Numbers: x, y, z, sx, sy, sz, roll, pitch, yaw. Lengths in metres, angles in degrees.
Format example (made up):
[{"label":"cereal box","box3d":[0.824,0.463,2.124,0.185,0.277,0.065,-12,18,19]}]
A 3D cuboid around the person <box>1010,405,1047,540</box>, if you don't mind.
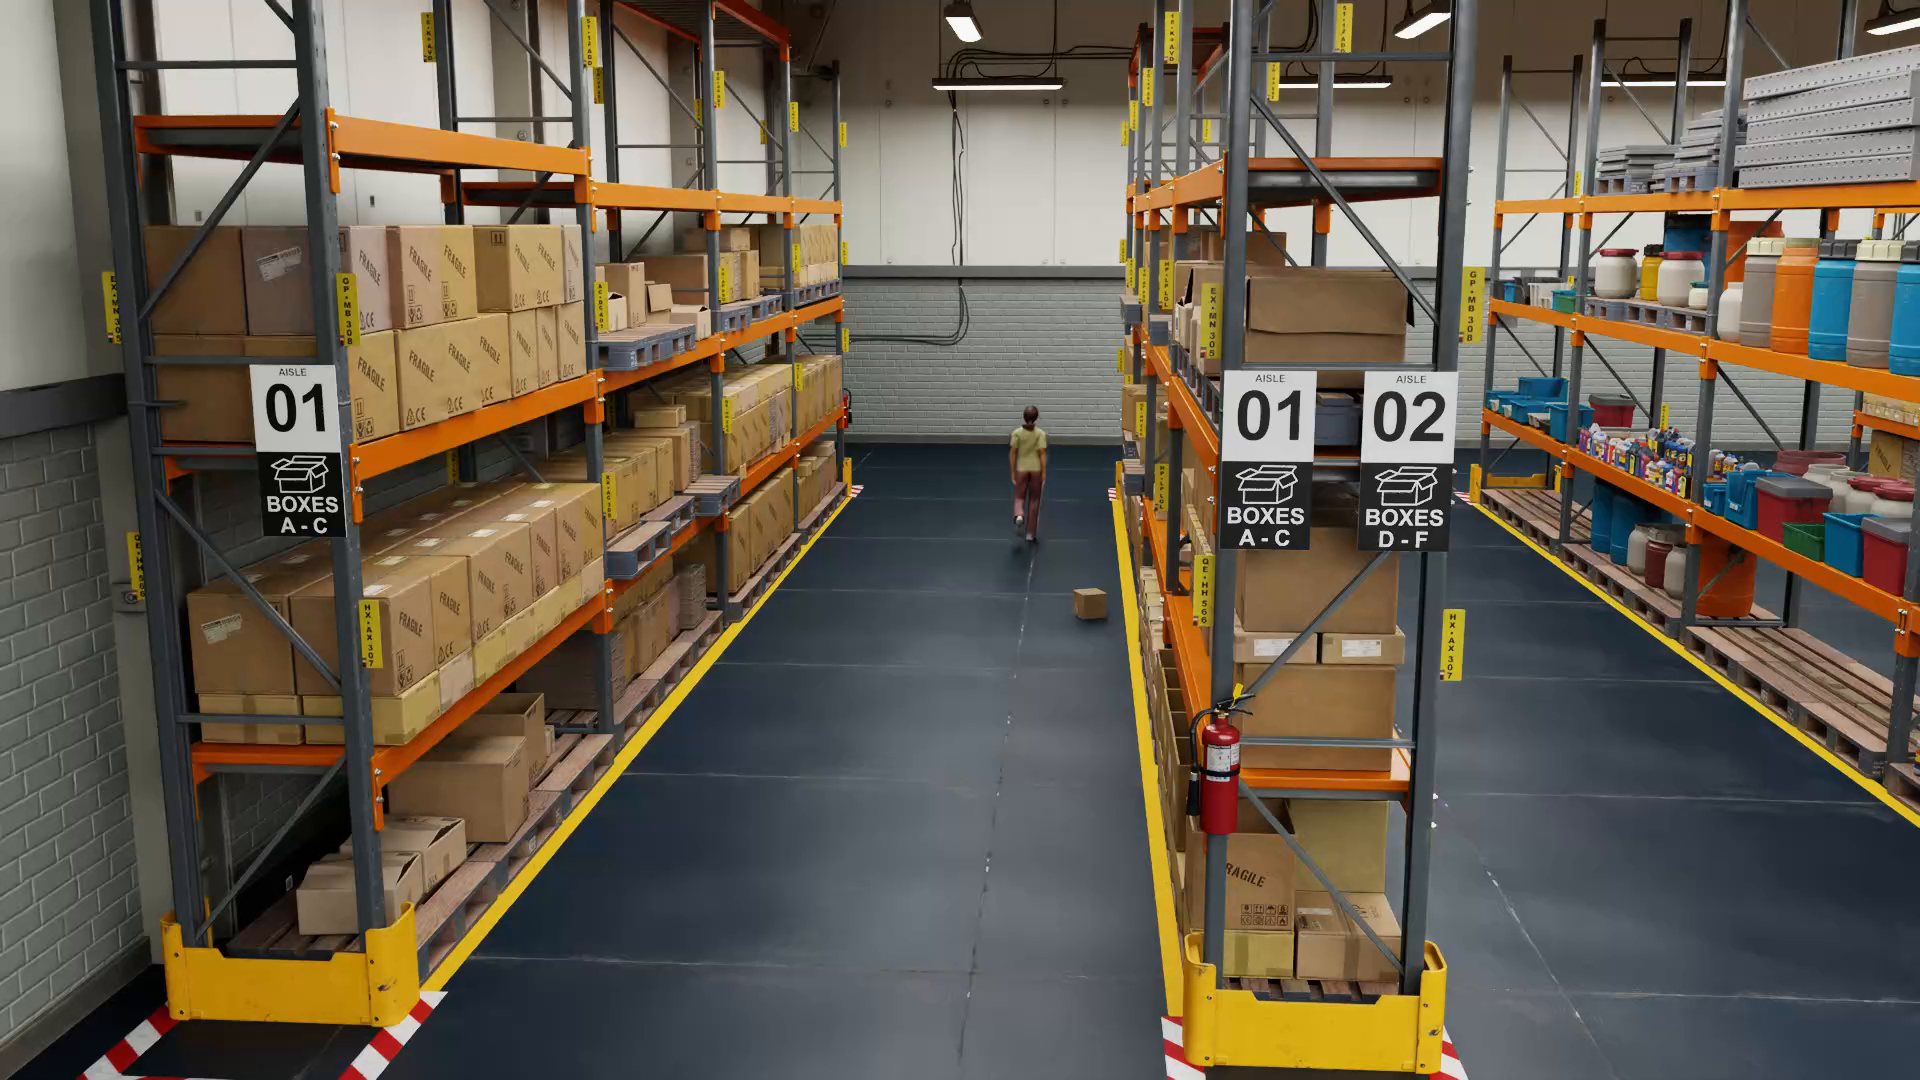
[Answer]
[{"label":"person","box3d":[0.822,-0.799,20.078,0.448,1.643,0.665,1,11,7]}]
